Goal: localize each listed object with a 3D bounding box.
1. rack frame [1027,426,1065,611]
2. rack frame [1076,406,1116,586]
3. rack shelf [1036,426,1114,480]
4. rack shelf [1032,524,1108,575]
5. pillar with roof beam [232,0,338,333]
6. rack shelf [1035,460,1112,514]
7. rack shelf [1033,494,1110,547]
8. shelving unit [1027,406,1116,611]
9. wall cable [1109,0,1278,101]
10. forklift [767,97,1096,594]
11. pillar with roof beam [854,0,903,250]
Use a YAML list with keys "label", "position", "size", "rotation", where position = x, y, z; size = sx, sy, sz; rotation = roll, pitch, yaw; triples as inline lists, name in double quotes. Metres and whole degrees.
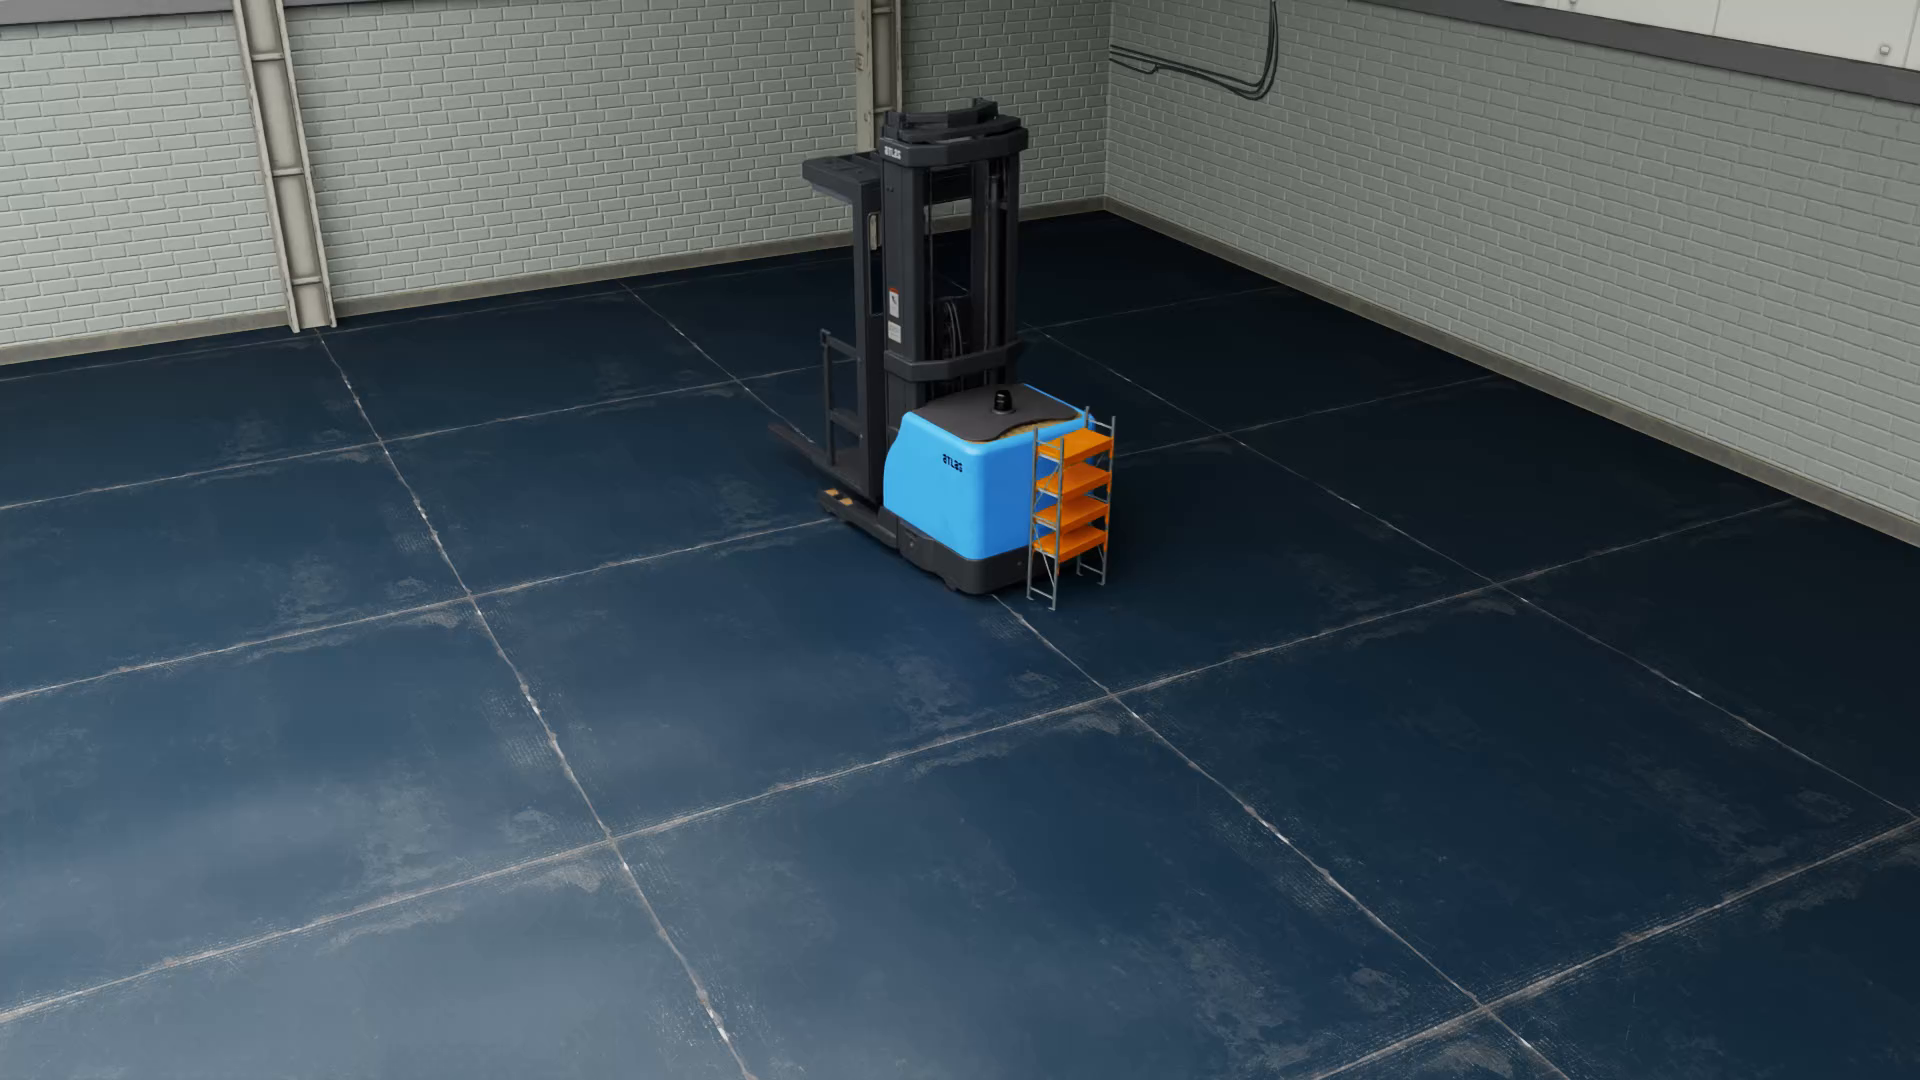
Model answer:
- label: "rack frame"
  position: [0.534, -0.122, 10.412]
  size: [0.240, 1.200, 0.015]
  rotation: [24, 35, 38]
- label: "rack frame"
  position: [0.875, -0.273, 10.726]
  size: [0.240, 1.200, 0.015]
  rotation: [24, 35, 38]
- label: "rack shelf"
  position: [0.711, -0.549, 10.393]
  size: [0.258, 0.148, 0.480]
  rotation: [24, 35, 38]
- label: "rack shelf"
  position: [0.700, 0.040, 10.688]
  size: [0.258, 0.148, 0.480]
  rotation: [24, 35, 38]
- label: "pillar with roof beam"
  position: [-4.124, -4.457, 10.437]
  size: [0.400, 9.000, 9.100]
  rotation: [-13, 29, -25]
- label: "rack shelf"
  position: [0.707, -0.337, 10.499]
  size: [0.258, 0.148, 0.480]
  rotation: [24, 35, 38]
- label: "rack shelf"
  position: [0.703, -0.137, 10.599]
  size: [0.258, 0.148, 0.480]
  rotation: [24, 35, 38]
- label: "shelving unit"
  position: [0.705, -0.197, 10.569]
  size: [0.258, 1.200, 0.503]
  rotation: [24, 35, 38]
- label: "wall cable"
  position: [2.366, -6.018, 17.277]
  size: [0.112, 2.526, 3.097]
  rotation: [-13, 29, -25]
- label: "forklift"
  position: [-0.359, -1.558, 11.412]
  size: [1.130, 2.935, 3.031]
  rotation: [-17, 30, -31]
- label: "pillar with roof beam"
  position: [1.170, -5.679, 12.983]
  size: [0.400, 9.000, 9.100]
  rotation: [-13, 29, -25]
